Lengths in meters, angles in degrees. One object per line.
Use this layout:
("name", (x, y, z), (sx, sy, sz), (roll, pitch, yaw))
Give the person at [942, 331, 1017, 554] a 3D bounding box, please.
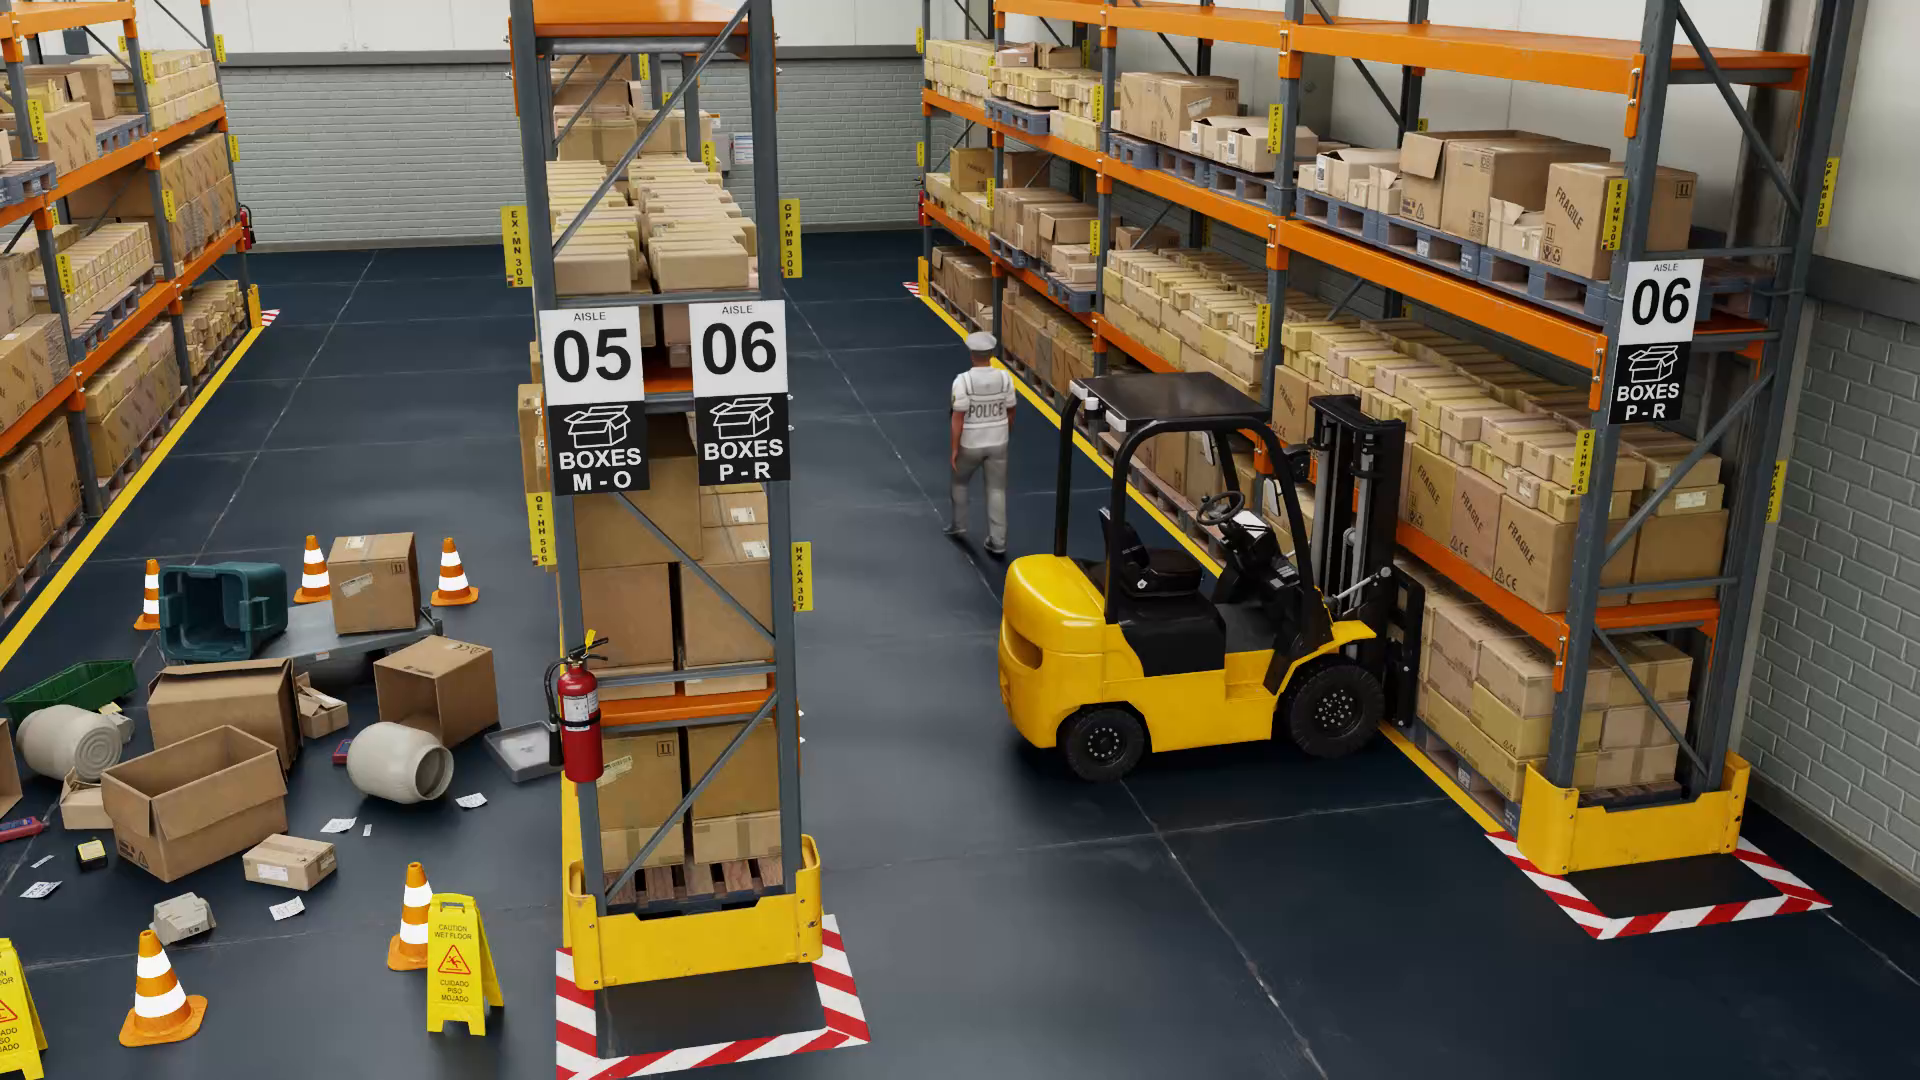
("person", (0.151, -0.792, 13.278), (0.571, 1.791, 0.819), (-5, 20, -14))
